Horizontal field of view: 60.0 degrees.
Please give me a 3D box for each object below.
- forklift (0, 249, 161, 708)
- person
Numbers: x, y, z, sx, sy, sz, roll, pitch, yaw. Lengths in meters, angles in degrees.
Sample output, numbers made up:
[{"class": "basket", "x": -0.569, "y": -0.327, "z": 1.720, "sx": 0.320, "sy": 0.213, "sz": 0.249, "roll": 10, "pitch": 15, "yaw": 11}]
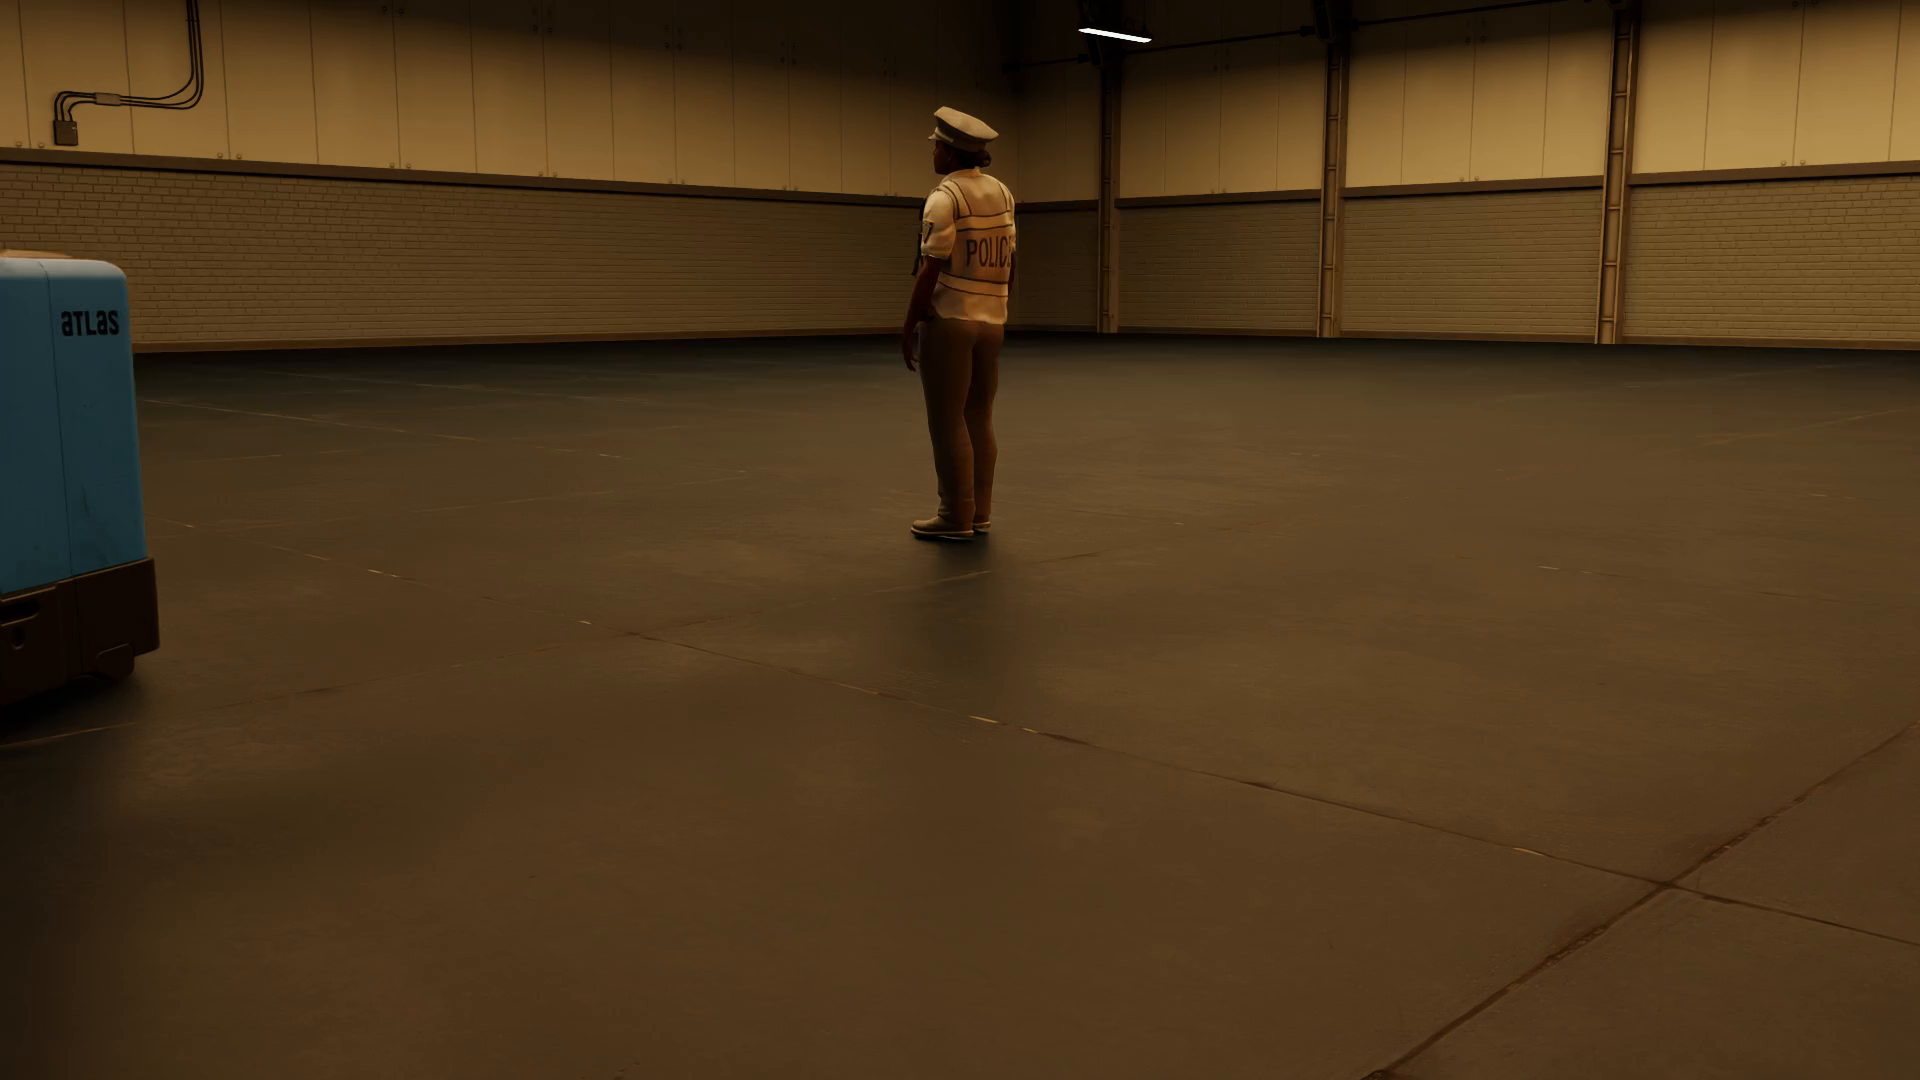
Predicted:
[{"class": "forklift", "x": -2.833, "y": -0.895, "z": 2.815, "sx": 1.130, "sy": 2.935, "sz": 3.031, "roll": 1, "pitch": 9, "yaw": 9}, {"class": "person", "x": -0.040, "y": -0.853, "z": 6.656, "sx": 0.530, "sy": 1.692, "sz": 0.569, "roll": 8, "pitch": 12, "yaw": 43}]
